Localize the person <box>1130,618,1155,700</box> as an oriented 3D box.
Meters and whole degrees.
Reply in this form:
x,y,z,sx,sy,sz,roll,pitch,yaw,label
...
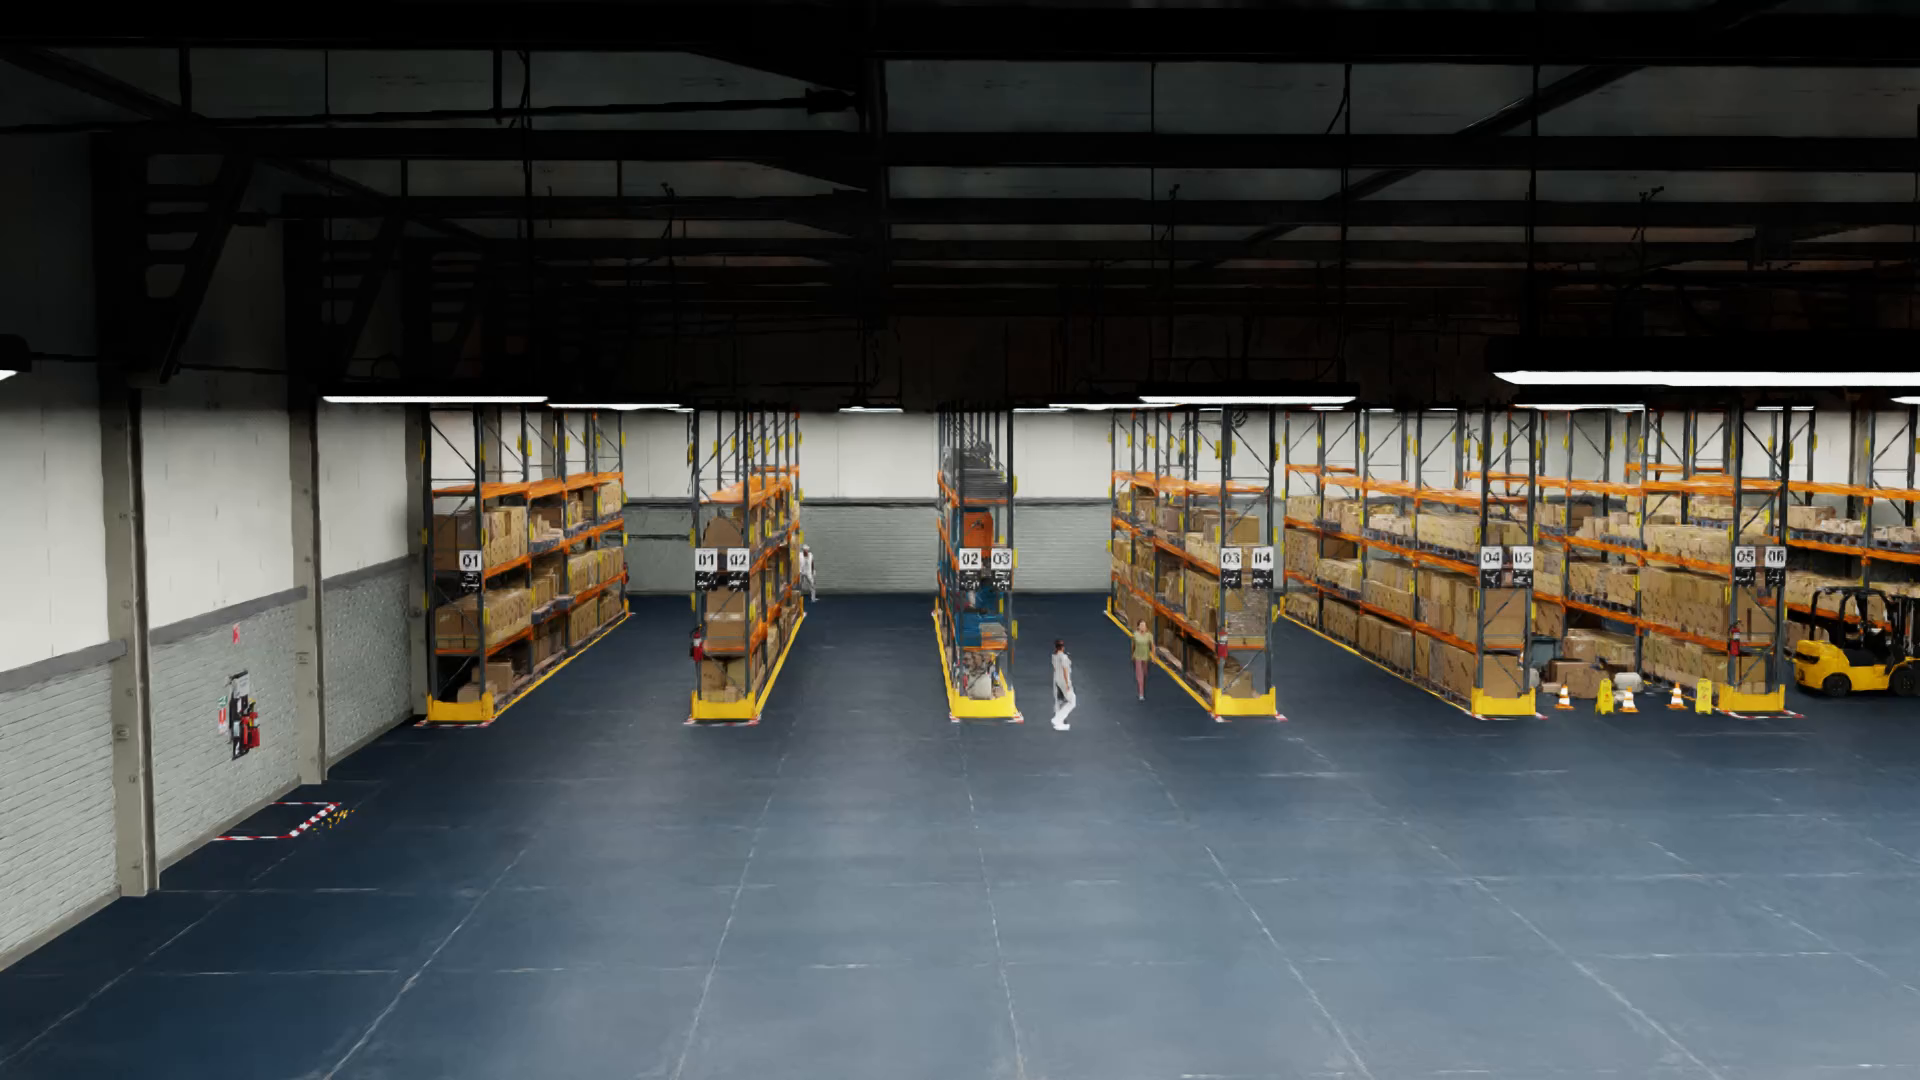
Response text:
x,y,z,sx,sy,sz,roll,pitch,yaw,label
3.688,2.374,33.429,0.458,1.612,1.019,0,4,-3,person

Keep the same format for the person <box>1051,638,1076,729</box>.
x,y,z,sx,sy,sz,roll,pitch,yaw,label
1.826,2.605,30.086,0.435,1.669,0.492,-2,5,-28,person

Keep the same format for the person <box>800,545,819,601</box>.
x,y,z,sx,sy,sz,roll,pitch,yaw,label
-4.742,0.993,50.929,0.703,1.718,0.843,-1,5,-18,person
